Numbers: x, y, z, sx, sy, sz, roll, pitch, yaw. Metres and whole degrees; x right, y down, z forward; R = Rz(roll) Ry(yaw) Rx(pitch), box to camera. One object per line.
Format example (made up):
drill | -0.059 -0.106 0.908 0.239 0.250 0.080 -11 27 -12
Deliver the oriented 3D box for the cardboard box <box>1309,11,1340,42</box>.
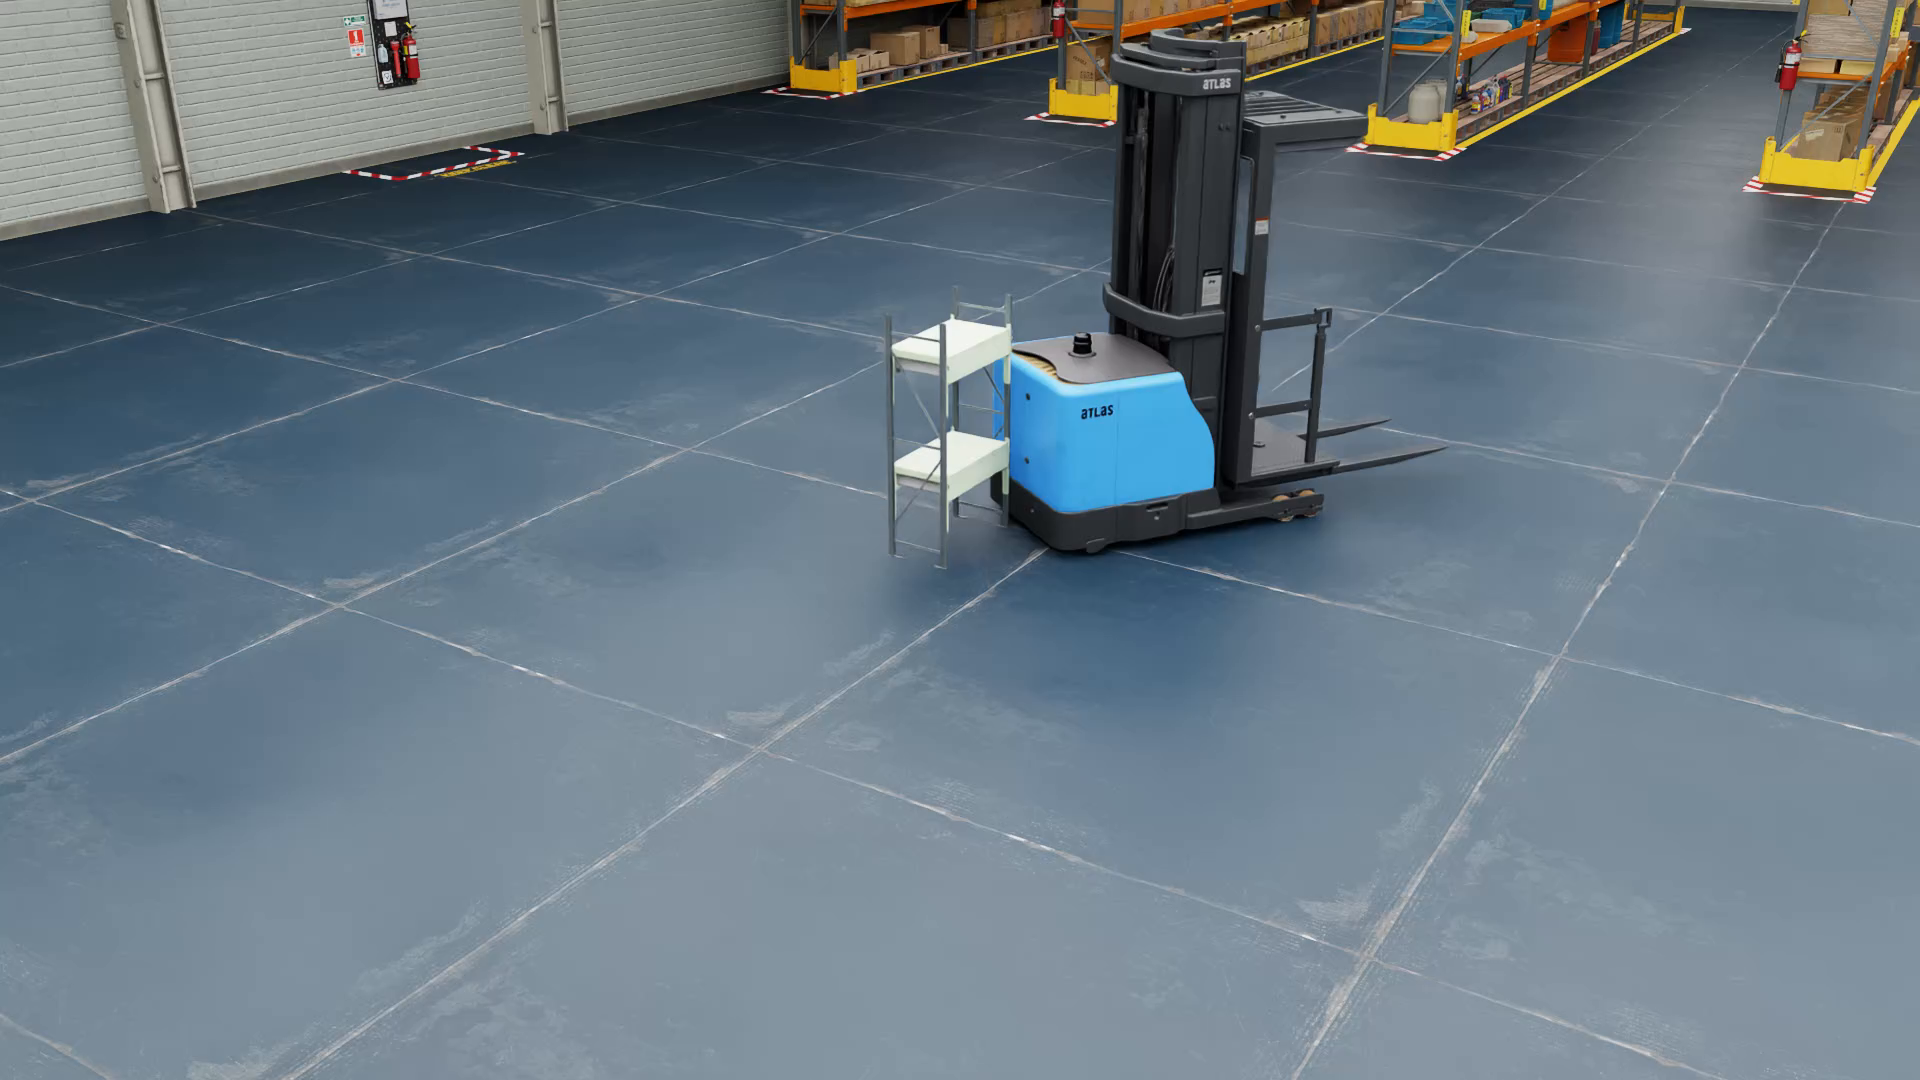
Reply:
cardboard box | 6.893 -9.785 31.669 0.500 0.500 0.500 13 27 27

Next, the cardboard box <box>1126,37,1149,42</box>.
cardboard box | 2.905 -7.508 25.807 0.500 0.500 0.500 14 27 29

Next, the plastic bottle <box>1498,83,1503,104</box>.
plastic bottle | 7.988 -6.618 24.627 0.061 0.283 0.133 16 28 32

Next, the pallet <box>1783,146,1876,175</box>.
pallet | 10.831 -4.694 20.827 1.003 0.211 1.213 14 27 29

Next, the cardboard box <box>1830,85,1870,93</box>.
cardboard box | 12.198 -5.950 22.836 0.500 0.500 0.500 13 27 27

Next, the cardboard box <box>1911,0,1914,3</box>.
cardboard box | 11.912 -7.125 21.174 0.500 0.500 0.500 14 27 29

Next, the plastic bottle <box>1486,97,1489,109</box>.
plastic bottle | 7.632 -6.366 24.148 0.097 0.201 0.097 0 23 0

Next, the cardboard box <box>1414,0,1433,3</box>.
cardboard box | 10.281 -11.978 36.736 0.500 0.500 0.500 14 27 29

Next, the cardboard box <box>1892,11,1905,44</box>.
cardboard box | 11.681 -6.723 21.504 0.875 0.500 0.500 14 27 29

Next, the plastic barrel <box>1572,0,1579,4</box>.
plastic barrel | 9.984 -9.078 27.304 0.421 0.512 0.421 0 23 0

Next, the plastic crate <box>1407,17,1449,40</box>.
plastic crate | 6.482 -7.100 23.063 0.499 0.251 0.408 14 27 29

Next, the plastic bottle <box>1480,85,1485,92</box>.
plastic bottle | 7.689 -6.541 24.449 0.061 0.283 0.133 14 27 29

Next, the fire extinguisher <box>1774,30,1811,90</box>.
fire extinguisher | 9.881 -5.703 19.746 0.296 0.674 0.183 14 27 29

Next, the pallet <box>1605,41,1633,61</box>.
pallet | 12.012 -9.238 31.323 1.003 0.211 1.213 14 27 29

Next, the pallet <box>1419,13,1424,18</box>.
pallet | 9.899 -11.584 36.742 1.003 0.211 1.213 14 27 29

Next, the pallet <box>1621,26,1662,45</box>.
pallet | 13.452 -10.159 33.451 1.003 0.211 1.213 14 27 29

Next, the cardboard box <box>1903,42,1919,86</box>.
cardboard box | 14.934 -7.827 26.701 1.225 0.875 0.875 12 26 27

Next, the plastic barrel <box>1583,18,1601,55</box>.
plastic barrel | 11.184 -9.055 29.898 0.600 0.588 0.708 14 27 29

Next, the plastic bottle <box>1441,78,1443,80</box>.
plastic bottle | 7.133 -6.663 24.645 0.144 0.351 0.185 14 27 29

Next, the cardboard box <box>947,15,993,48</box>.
cardboard box | 0.192 -9.452 30.900 0.700 0.500 0.500 15 28 31

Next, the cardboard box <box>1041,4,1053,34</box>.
cardboard box | 1.593 -10.296 32.850 0.700 0.500 0.500 14 27 30

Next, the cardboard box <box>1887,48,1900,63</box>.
cardboard box | 11.559 -6.098 20.876 0.380 0.149 0.250 14 27 29

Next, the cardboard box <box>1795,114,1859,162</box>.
cardboard box | 10.676 -4.934 20.489 0.500 0.500 0.500 20 30 38

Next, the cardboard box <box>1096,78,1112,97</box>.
cardboard box | 2.391 -6.823 25.169 0.500 0.250 0.500 14 27 29

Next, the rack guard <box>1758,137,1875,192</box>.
rack guard | 10.373 -4.559 20.153 1.175 0.500 0.348 14 27 29

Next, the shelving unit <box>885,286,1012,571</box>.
shelving unit | -0.061 -0.675 9.921 0.431 1.500 0.755 14 27 29

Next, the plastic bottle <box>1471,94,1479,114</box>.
plastic bottle | 7.346 -6.215 23.712 0.097 0.271 0.097 0 23 0

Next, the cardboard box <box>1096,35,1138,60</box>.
cardboard box | 2.464 -7.617 26.058 0.500 0.500 0.500 14 27 29

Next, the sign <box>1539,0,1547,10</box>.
sign | 8.696 -8.077 24.783 0.100 0.325 0.005 14 27 29

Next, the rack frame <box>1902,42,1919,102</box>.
rack frame | 14.553 -8.381 25.834 1.000 3.000 0.127 14 27 29

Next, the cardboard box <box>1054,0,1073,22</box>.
cardboard box | 2.428 -10.922 33.881 0.750 0.750 0.750 13 27 28

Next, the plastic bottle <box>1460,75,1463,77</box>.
plastic bottle | 7.694 -7.003 25.532 0.097 0.271 0.097 0 23 0

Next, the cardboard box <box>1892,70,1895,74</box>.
cardboard box | 13.347 -6.634 24.392 0.700 0.500 0.500 11 26 24

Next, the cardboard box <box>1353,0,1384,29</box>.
cardboard box | 8.232 -10.636 33.637 0.500 0.500 0.500 14 27 29

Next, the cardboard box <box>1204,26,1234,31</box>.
cardboard box | 4.533 -8.838 29.117 0.500 0.311 0.500 14 27 29

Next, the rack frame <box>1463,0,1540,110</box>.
rack frame | 8.235 -8.069 25.113 1.000 3.000 0.127 14 27 29

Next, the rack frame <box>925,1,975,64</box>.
rack frame | -0.182 -10.145 29.909 1.000 3.000 0.127 14 27 29

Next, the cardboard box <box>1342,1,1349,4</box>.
cardboard box | 7.514 -10.569 33.480 0.500 0.500 0.500 14 27 30

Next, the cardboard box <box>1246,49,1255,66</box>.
cardboard box | 4.723 -8.296 28.569 0.500 0.250 0.500 15 27 30

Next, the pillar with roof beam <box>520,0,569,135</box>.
pillar with roof beam | -2.165 -9.038 19.801 9.100 9.000 0.400 14 27 29

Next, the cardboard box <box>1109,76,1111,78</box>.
cardboard box | 2.204 -7.103 25.815 0.500 0.250 0.500 14 27 29

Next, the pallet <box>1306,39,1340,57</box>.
pallet | 6.565 -9.423 31.750 1.003 0.211 1.213 14 27 29

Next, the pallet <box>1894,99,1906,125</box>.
pallet | 13.495 -6.428 24.832 1.003 0.211 1.213 14 27 29

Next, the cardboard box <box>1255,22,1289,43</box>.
cardboard box | 5.534 -9.072 29.656 0.500 0.311 0.500 14 27 29

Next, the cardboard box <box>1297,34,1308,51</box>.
cardboard box | 6.068 -9.160 30.567 0.500 0.250 0.500 15 27 30

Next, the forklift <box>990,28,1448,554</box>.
forklift | 1.756 -1.639 10.348 3.031 2.935 1.130 -10 25 -22

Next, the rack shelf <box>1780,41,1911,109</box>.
rack shelf | 11.388 -6.026 21.299 1.077 0.370 4.000 14 27 29

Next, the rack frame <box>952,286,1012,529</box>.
rack frame | 0.130 -0.799 10.207 0.400 1.500 0.023 14 27 29

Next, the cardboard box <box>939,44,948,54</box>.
cardboard box | -0.438 -8.860 29.953 0.380 0.166 0.250 10 25 22

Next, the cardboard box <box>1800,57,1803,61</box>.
cardboard box | 10.528 -5.885 20.384 0.380 0.149 0.250 14 27 29

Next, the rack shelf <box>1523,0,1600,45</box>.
rack shelf | 9.290 -8.414 26.816 1.077 0.370 4.000 14 27 29

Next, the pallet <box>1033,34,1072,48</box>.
pallet | 1.515 -9.952 32.973 1.003 0.211 1.213 14 27 29

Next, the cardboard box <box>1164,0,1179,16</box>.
cardboard box | 2.990 -8.482 25.942 0.700 0.500 0.500 15 27 31
